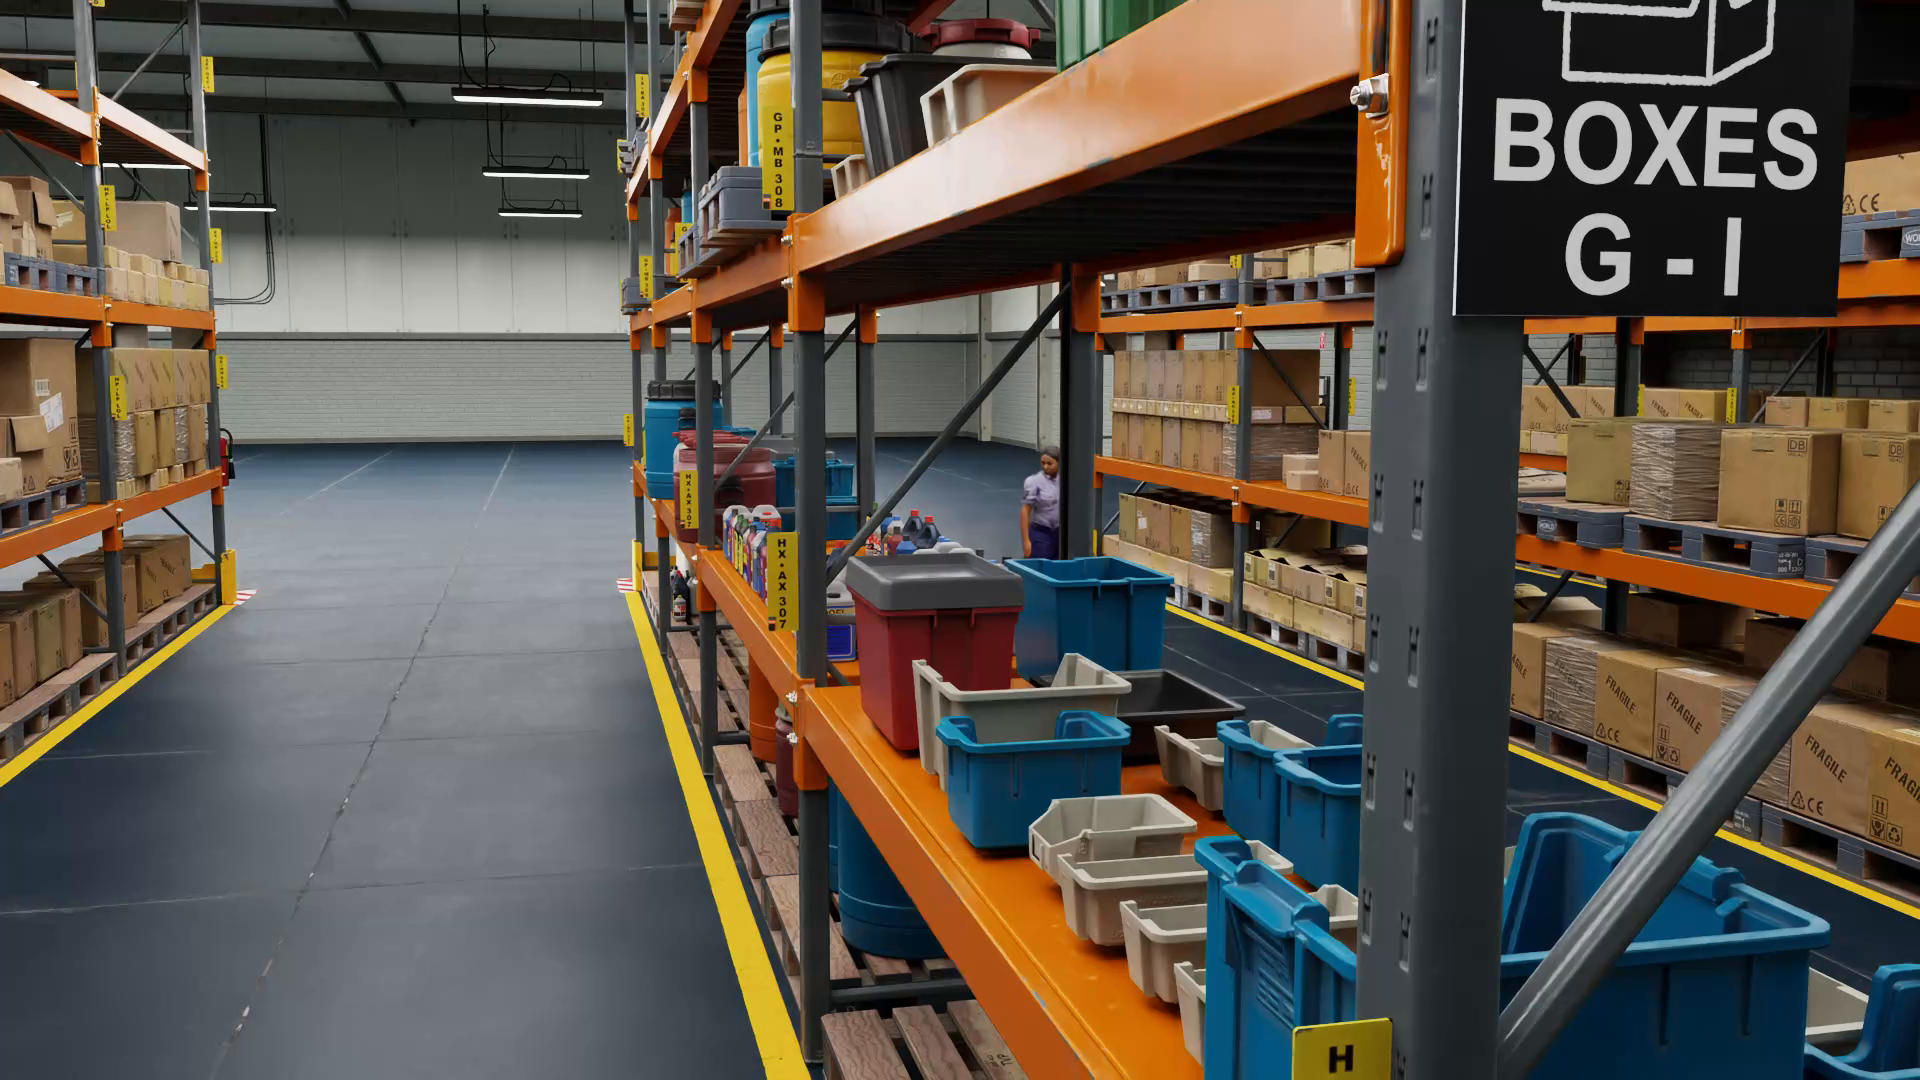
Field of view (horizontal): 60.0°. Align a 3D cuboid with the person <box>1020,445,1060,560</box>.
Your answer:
[{"bbox_3d":[0.728,0.028,13.827,0.524,1.634,0.569,-5,8,-39],"label":"person"}]
